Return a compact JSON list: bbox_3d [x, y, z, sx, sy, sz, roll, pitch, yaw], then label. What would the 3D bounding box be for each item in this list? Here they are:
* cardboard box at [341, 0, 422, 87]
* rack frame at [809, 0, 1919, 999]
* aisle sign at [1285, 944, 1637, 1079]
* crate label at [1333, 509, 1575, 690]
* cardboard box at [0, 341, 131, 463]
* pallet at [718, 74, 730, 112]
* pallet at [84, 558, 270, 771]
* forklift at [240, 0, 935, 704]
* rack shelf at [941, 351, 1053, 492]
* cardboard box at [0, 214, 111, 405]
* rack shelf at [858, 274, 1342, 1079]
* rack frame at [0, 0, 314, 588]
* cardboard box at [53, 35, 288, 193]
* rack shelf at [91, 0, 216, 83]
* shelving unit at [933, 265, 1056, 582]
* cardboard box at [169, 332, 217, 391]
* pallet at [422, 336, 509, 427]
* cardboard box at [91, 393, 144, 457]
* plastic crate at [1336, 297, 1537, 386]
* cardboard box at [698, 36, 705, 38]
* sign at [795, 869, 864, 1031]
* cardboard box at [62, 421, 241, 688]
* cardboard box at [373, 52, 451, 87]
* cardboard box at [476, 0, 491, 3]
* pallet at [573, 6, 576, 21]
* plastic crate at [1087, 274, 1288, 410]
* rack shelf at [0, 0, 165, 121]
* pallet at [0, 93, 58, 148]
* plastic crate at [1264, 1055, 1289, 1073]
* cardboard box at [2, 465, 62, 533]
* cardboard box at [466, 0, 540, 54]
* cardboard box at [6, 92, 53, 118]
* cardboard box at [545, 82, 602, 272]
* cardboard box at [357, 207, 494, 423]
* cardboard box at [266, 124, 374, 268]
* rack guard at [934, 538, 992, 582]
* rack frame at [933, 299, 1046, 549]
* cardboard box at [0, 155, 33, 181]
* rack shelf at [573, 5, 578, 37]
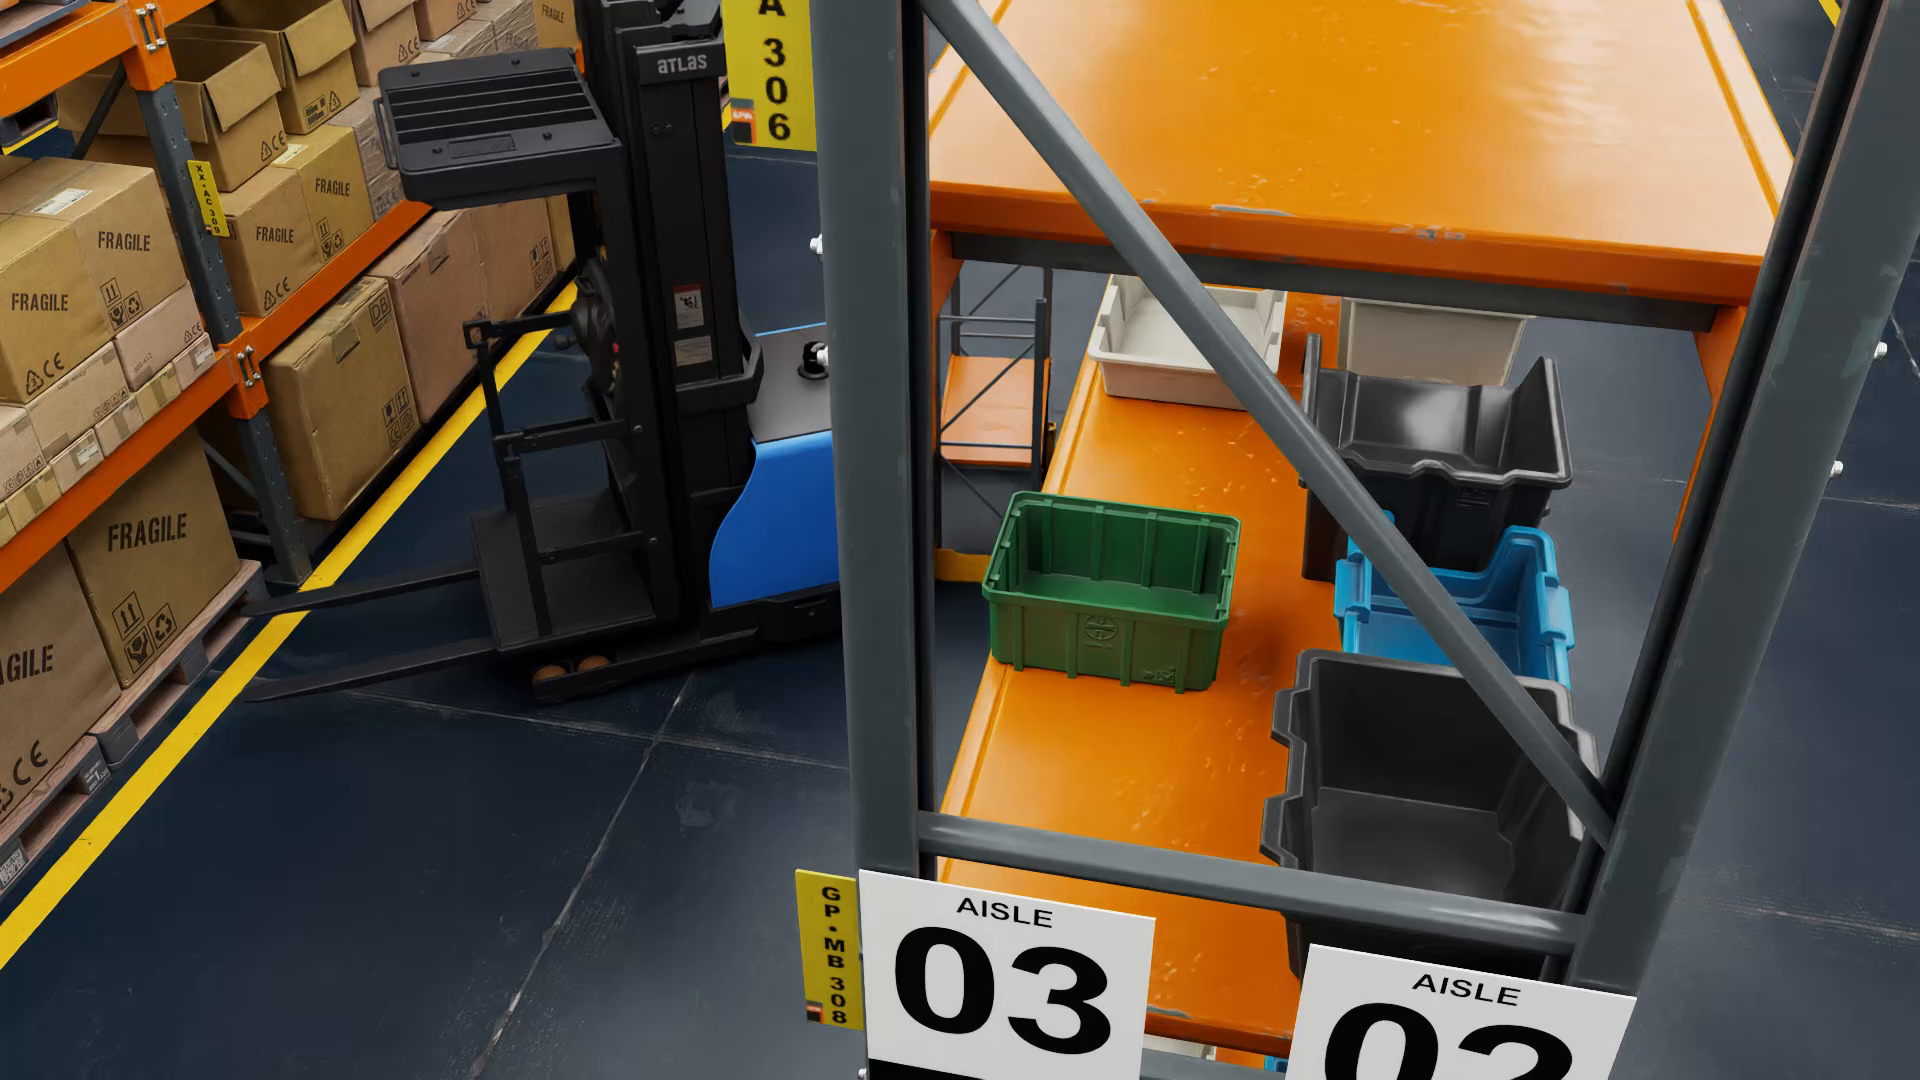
[{"bbox_3d":[-3.220,-2.649,8.409,0.797,0.503,0.637,8,37,11],"label":"cardboard box"},{"bbox_3d":[0.360,-0.600,1.409,1.000,3.000,0.127,7,37,10],"label":"rack frame"},{"bbox_3d":[0.635,0.855,2.299,0.394,0.787,0.004,7,37,10],"label":"aisle sign"},{"bbox_3d":[0.873,0.187,3.007,0.408,0.251,0.502,7,37,10],"label":"crate label"},{"bbox_3d":[-3.570,-0.561,6.343,0.500,0.250,0.500,8,37,11],"label":"cardboard box"},{"bbox_3d":[-2.339,-3.394,12.753,1.003,0.211,1.213,7,37,10],"label":"pallet"},{"bbox_3d":[-3.863,0.470,7.421,1.003,0.211,1.213,7,37,10],"label":"pallet"},{"bbox_3d":[-1.688,-0.822,6.887,3.031,2.935,1.130,-12,38,-16],"label":"forklift"},{"bbox_3d":[0.162,-0.579,8.077,0.538,0.185,1.000,3,36,4],"label":"rack shelf"},{"bbox_3d":[-3.572,-0.864,6.122,0.500,0.500,0.500,8,37,10],"label":"cardboard box"},{"bbox_3d":[0.787,-0.241,4.083,1.077,0.370,4.000,7,37,10],"label":"rack shelf"},{"bbox_3d":[-3.624,-1.085,7.191,1.000,3.000,0.127,7,37,10],"label":"rack frame"},{"bbox_3d":[-3.496,-1.899,7.374,0.797,0.503,0.637,6,36,9],"label":"cardboard box"},{"bbox_3d":[-3.197,-3.155,8.104,1.077,0.370,4.000,7,37,10],"label":"rack shelf"},{"bbox_3d":[0.161,-0.719,7.965,0.587,1.500,1.083,3,36,4],"label":"shelving unit"},{"bbox_3d":[-3.369,-0.767,6.967,0.380,0.149,0.250,8,37,10],"label":"cardboard box"},{"bbox_3d":[-3.274,-1.109,9.600,1.003,0.211,1.213,7,37,10],"label":"pallet"},{"bbox_3d":[-3.479,-0.472,6.560,0.380,0.149,0.250,7,36,9],"label":"cardboard box"},{"bbox_3d":[1.135,-0.569,4.024,0.437,0.282,0.530,7,37,10],"label":"plastic crate"},{"bbox_3d":[-2.307,-3.896,12.825,0.700,0.500,0.500,4,36,6],"label":"cardboard box"},{"bbox_3d":[-0.181,0.597,2.403,0.100,0.325,0.005,7,37,10],"label":"sign"},{"bbox_3d":[-3.843,-0.026,7.183,0.875,0.875,0.875,7,37,10],"label":"cardboard box"},{"bbox_3d":[-2.963,-2.230,8.685,0.500,0.500,0.500,8,37,11],"label":"cardboard box"},{"bbox_3d":[-2.942,-3.407,9.455,0.797,0.503,0.637,9,37,12],"label":"cardboard box"},{"bbox_3d":[-2.722,-3.722,10.993,1.213,0.211,1.003,7,37,10],"label":"pallet"},{"bbox_3d":[0.559,-0.494,4.045,0.437,0.136,0.530,7,37,10],"label":"plastic crate"},{"bbox_3d":[-4.051,-0.861,4.939,1.077,0.370,4.000,7,37,10],"label":"rack shelf"},{"bbox_3d":[-7.352,-3.371,12.721,1.003,0.211,1.213,7,37,10],"label":"pallet"},{"bbox_3d":[0.875,1.395,3.861,0.416,0.233,0.300,7,37,10],"label":"plastic crate"},{"bbox_3d":[-3.589,-0.177,6.152,0.380,0.149,0.250,8,37,11],"label":"cardboard box"},{"bbox_3d":[-2.745,-2.819,9.499,0.500,0.500,0.500,7,37,10],"label":"cardboard box"},{"bbox_3d":[-7.376,-3.655,12.296,1.050,0.750,0.750,7,36,9],"label":"cardboard box"},{"bbox_3d":[-2.937,-2.295,10.313,1.225,0.875,0.875,6,36,8],"label":"cardboard box"},{"bbox_3d":[-3.317,-1.276,8.908,1.225,0.875,0.875,6,36,8],"label":"cardboard box"},{"bbox_3d":[-3.175,-1.646,7.880,0.500,0.500,0.500,7,37,10],"label":"cardboard box"},{"bbox_3d":[0.119,0.078,7.930,0.587,0.250,0.087,3,36,4],"label":"rack guard"},{"bbox_3d":[0.119,-0.427,7.562,0.500,1.500,0.032,3,36,4],"label":"rack frame"},{"bbox_3d":[-3.976,-1.206,6.593,0.500,0.500,0.500,7,37,10],"label":"cardboard box"},{"bbox_3d":[-2.343,-4.233,12.148,1.077,0.370,4.000,7,37,10],"label":"rack shelf"}]
